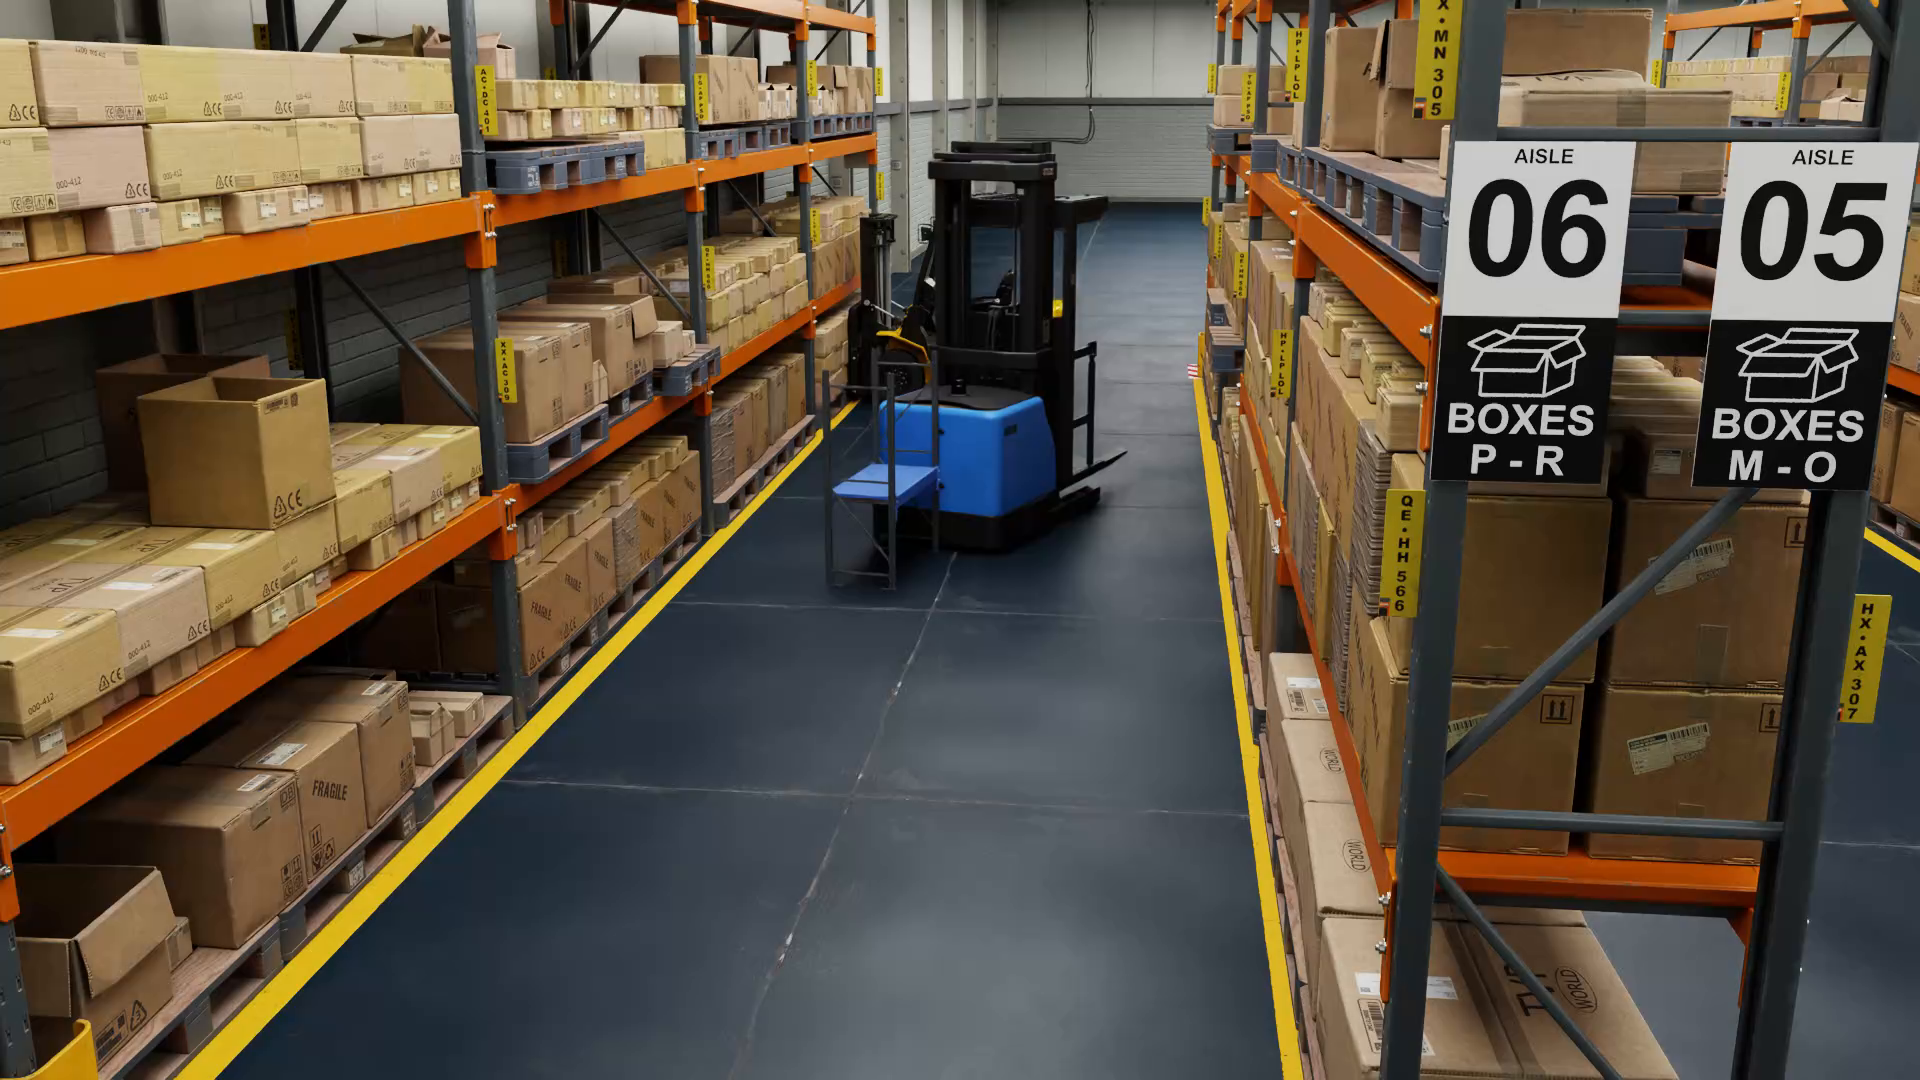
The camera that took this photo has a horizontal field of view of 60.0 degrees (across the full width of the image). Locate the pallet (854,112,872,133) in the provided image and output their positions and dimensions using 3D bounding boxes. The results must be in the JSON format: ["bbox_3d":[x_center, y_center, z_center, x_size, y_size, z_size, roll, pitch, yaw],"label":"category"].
[{"bbox_3d":[-1.598,-4.790,19.053,1.003,0.211,1.213,2,15,6],"label":"pallet"}]

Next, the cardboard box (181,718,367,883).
[{"bbox_3d":[-2.840,1.076,6.921,0.500,0.500,0.500,2,15,7],"label":"cardboard box"}]

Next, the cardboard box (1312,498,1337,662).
[{"bbox_3d":[1.591,0.149,6.174,0.500,0.500,0.500,2,15,8],"label":"cardboard box"}]

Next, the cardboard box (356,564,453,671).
[{"bbox_3d":[-3.085,0.413,9.373,0.500,0.500,0.500,2,15,6],"label":"cardboard box"}]

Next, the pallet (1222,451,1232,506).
[{"bbox_3d":[2.767,-0.519,14.178,1.003,0.211,1.213,2,15,6],"label":"pallet"}]

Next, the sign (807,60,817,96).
[{"bbox_3d":[-1.403,-4.366,15.722,0.100,0.325,0.005,2,15,6],"label":"sign"}]

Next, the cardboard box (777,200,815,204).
[{"bbox_3d":[-1.864,-3.792,18.935,0.380,0.149,0.250,2,15,7],"label":"cardboard box"}]

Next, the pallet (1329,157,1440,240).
[{"bbox_3d":[1.843,-1.188,5.731,1.003,0.211,1.213,2,15,6],"label":"pallet"}]

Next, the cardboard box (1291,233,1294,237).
[{"bbox_3d":[2.987,-2.254,13.687,0.500,0.500,0.500,1,15,4],"label":"cardboard box"}]

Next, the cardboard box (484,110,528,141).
[{"bbox_3d":[-2.418,-2.098,8.415,0.380,0.149,0.250,2,15,7],"label":"cardboard box"}]

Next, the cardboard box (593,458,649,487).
[{"bbox_3d":[-2.348,-0.460,11.359,0.380,0.149,0.250,2,15,8],"label":"cardboard box"}]

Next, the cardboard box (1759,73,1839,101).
[{"bbox_3d":[7.719,-4.170,15.314,0.500,0.250,0.500,2,15,6],"label":"cardboard box"}]

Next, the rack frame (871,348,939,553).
[{"bbox_3d":[-0.400,-0.649,12.189,0.500,1.500,0.032,4,16,15],"label":"rack frame"}]

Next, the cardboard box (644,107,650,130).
[{"bbox_3d":[-2.299,-2.827,11.149,0.380,0.149,0.250,2,15,8],"label":"cardboard box"}]

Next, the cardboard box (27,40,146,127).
[{"bbox_3d":[-2.922,-1.417,5.170,0.500,0.250,0.500,2,15,6],"label":"cardboard box"}]

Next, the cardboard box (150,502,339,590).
[{"bbox_3d":[-2.832,0.006,6.611,0.500,0.250,0.500,1,15,5],"label":"cardboard box"}]

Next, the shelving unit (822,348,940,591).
[{"bbox_3d":[-0.539,-0.521,11.717,0.538,1.500,1.048,4,16,15],"label":"shelving unit"}]

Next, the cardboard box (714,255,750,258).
[{"bbox_3d":[-1.998,-2.333,14.110,0.380,0.149,0.250,2,15,6],"label":"cardboard box"}]

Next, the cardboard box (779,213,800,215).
[{"bbox_3d":[-1.653,-3.246,16.915,0.380,0.149,0.250,1,15,5],"label":"cardboard box"}]

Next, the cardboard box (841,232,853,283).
[{"bbox_3d":[-1.458,-3.082,18.123,0.500,0.500,0.500,2,15,7],"label":"cardboard box"}]

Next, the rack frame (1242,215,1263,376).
[{"bbox_3d":[2.537,-1.347,11.898,1.000,3.000,0.127,2,15,6],"label":"rack frame"}]

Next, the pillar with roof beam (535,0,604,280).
[{"bbox_3d":[1.134,-4.626,12.532,9.100,9.000,0.400,2,15,6],"label":"pillar with roof beam"}]

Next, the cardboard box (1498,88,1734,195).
[{"bbox_3d":[1.596,-1.018,4.226,0.500,0.250,0.500,0,15,1],"label":"cardboard box"}]

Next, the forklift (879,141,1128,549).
[{"bbox_3d":[0.500,-1.687,13.285,1.130,2.935,3.031,8,17,26],"label":"forklift"}]

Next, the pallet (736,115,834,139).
[{"bbox_3d":[-1.873,-4.157,16.712,1.003,0.211,1.213,2,15,6],"label":"pallet"}]

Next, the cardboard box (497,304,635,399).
[{"bbox_3d":[-2.423,-1.163,10.219,0.700,0.500,0.500,2,15,6],"label":"cardboard box"}]

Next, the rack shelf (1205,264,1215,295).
[{"bbox_3d":[3.214,-2.556,17.747,1.077,0.370,4.000,2,15,6],"label":"rack shelf"}]

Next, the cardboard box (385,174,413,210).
[{"bbox_3d":[-2.663,-1.547,7.371,0.380,0.149,0.250,2,15,8],"label":"cardboard box"}]

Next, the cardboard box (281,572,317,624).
[{"bbox_3d":[-2.784,0.225,6.565,0.380,0.149,0.250,2,15,8],"label":"cardboard box"}]

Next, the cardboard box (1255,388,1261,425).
[{"bbox_3d":[2.127,-0.886,10.478,0.500,0.250,0.500,2,15,8],"label":"cardboard box"}]

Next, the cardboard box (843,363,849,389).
[{"bbox_3d":[-1.476,-1.787,17.987,0.500,0.250,0.500,2,15,7],"label":"cardboard box"}]

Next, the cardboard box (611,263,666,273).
[{"bbox_3d":[-2.593,-2.146,13.419,0.380,0.149,0.250,1,15,5],"label":"cardboard box"}]

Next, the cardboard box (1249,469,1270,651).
[{"bbox_3d":[2.171,0.116,9.754,0.875,0.875,0.875,2,15,8],"label":"cardboard box"}]

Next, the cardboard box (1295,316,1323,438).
[{"bbox_3d":[1.792,-0.724,7.487,0.500,0.500,0.500,2,15,7],"label":"cardboard box"}]

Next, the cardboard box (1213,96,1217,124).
[{"bbox_3d":[2.524,-3.823,14.791,0.500,0.250,0.500,1,15,5],"label":"cardboard box"}]

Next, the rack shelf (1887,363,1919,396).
[{"bbox_3d":[7.693,-1.399,13.468,1.077,0.370,4.000,2,15,6],"label":"rack shelf"}]

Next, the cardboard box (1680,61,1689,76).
[{"bbox_3d":[7.958,-5.057,17.827,0.380,0.149,0.250,1,15,5],"label":"cardboard box"}]

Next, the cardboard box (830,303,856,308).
[{"bbox_3d":[-1.333,-2.533,18.831,0.500,0.250,0.500,2,15,7],"label":"cardboard box"}]

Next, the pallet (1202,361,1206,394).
[{"bbox_3d":[3.305,-1.847,19.087,1.003,0.211,1.213,2,15,6],"label":"pallet"}]

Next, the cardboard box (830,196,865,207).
[{"bbox_3d":[-1.323,-3.973,19.605,0.380,0.149,0.250,2,15,6],"label":"cardboard box"}]

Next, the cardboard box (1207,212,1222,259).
[{"bbox_3d":[3.111,-3.499,19.095,0.500,0.500,0.500,1,15,5],"label":"cardboard box"}]

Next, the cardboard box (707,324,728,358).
[{"bbox_3d":[-2.102,-1.528,12.853,0.500,0.250,0.500,2,15,6],"label":"cardboard box"}]

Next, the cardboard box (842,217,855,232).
[{"bbox_3d":[-1.373,-3.497,18.414,0.380,0.149,0.250,2,15,7],"label":"cardboard box"}]

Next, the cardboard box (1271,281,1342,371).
[{"bbox_3d":[1.938,-1.098,8.871,0.500,0.500,0.500,2,15,7],"label":"cardboard box"}]

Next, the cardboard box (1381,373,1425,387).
[{"bbox_3d":[1.496,-0.415,5.102,0.380,0.149,0.250,2,15,8],"label":"cardboard box"}]

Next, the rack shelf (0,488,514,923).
[{"bbox_3d":[-3.072,0.411,6.774,1.077,0.370,4.000,2,15,6],"label":"rack shelf"}]

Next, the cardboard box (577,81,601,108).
[{"bbox_3d":[-2.300,-2.577,9.615,0.380,0.149,0.250,2,15,7],"label":"cardboard box"}]

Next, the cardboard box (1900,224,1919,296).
[{"bbox_3d":[7.639,-2.139,12.719,0.700,0.500,0.500,1,15,5],"label":"cardboard box"}]

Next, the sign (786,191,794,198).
[{"bbox_3d":[-2.043,-4.041,20.051,0.100,0.325,0.005,2,15,6],"label":"sign"}]

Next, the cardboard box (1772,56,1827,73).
[{"bbox_3d":[7.643,-4.332,15.147,0.380,0.149,0.250,2,15,6],"label":"cardboard box"}]

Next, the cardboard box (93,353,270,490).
[{"bbox_3d":[-3.279,-0.510,7.082,0.500,0.500,0.500,1,15,5],"label":"cardboard box"}]

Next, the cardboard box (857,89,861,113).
[{"bbox_3d":[-1.313,-4.912,18.595,0.396,0.266,0.258,2,15,6],"label":"cardboard box"}]

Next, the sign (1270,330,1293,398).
[{"bbox_3d":[1.546,-0.844,7.970,0.100,0.325,0.005,2,15,6],"label":"sign"}]

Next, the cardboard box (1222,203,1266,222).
[{"bbox_3d":[2.584,-2.981,15.130,0.380,0.149,0.250,2,15,6],"label":"cardboard box"}]

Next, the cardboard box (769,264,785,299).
[{"bbox_3d":[-1.859,-2.298,14.743,0.500,0.250,0.500,2,15,7],"label":"cardboard box"}]
